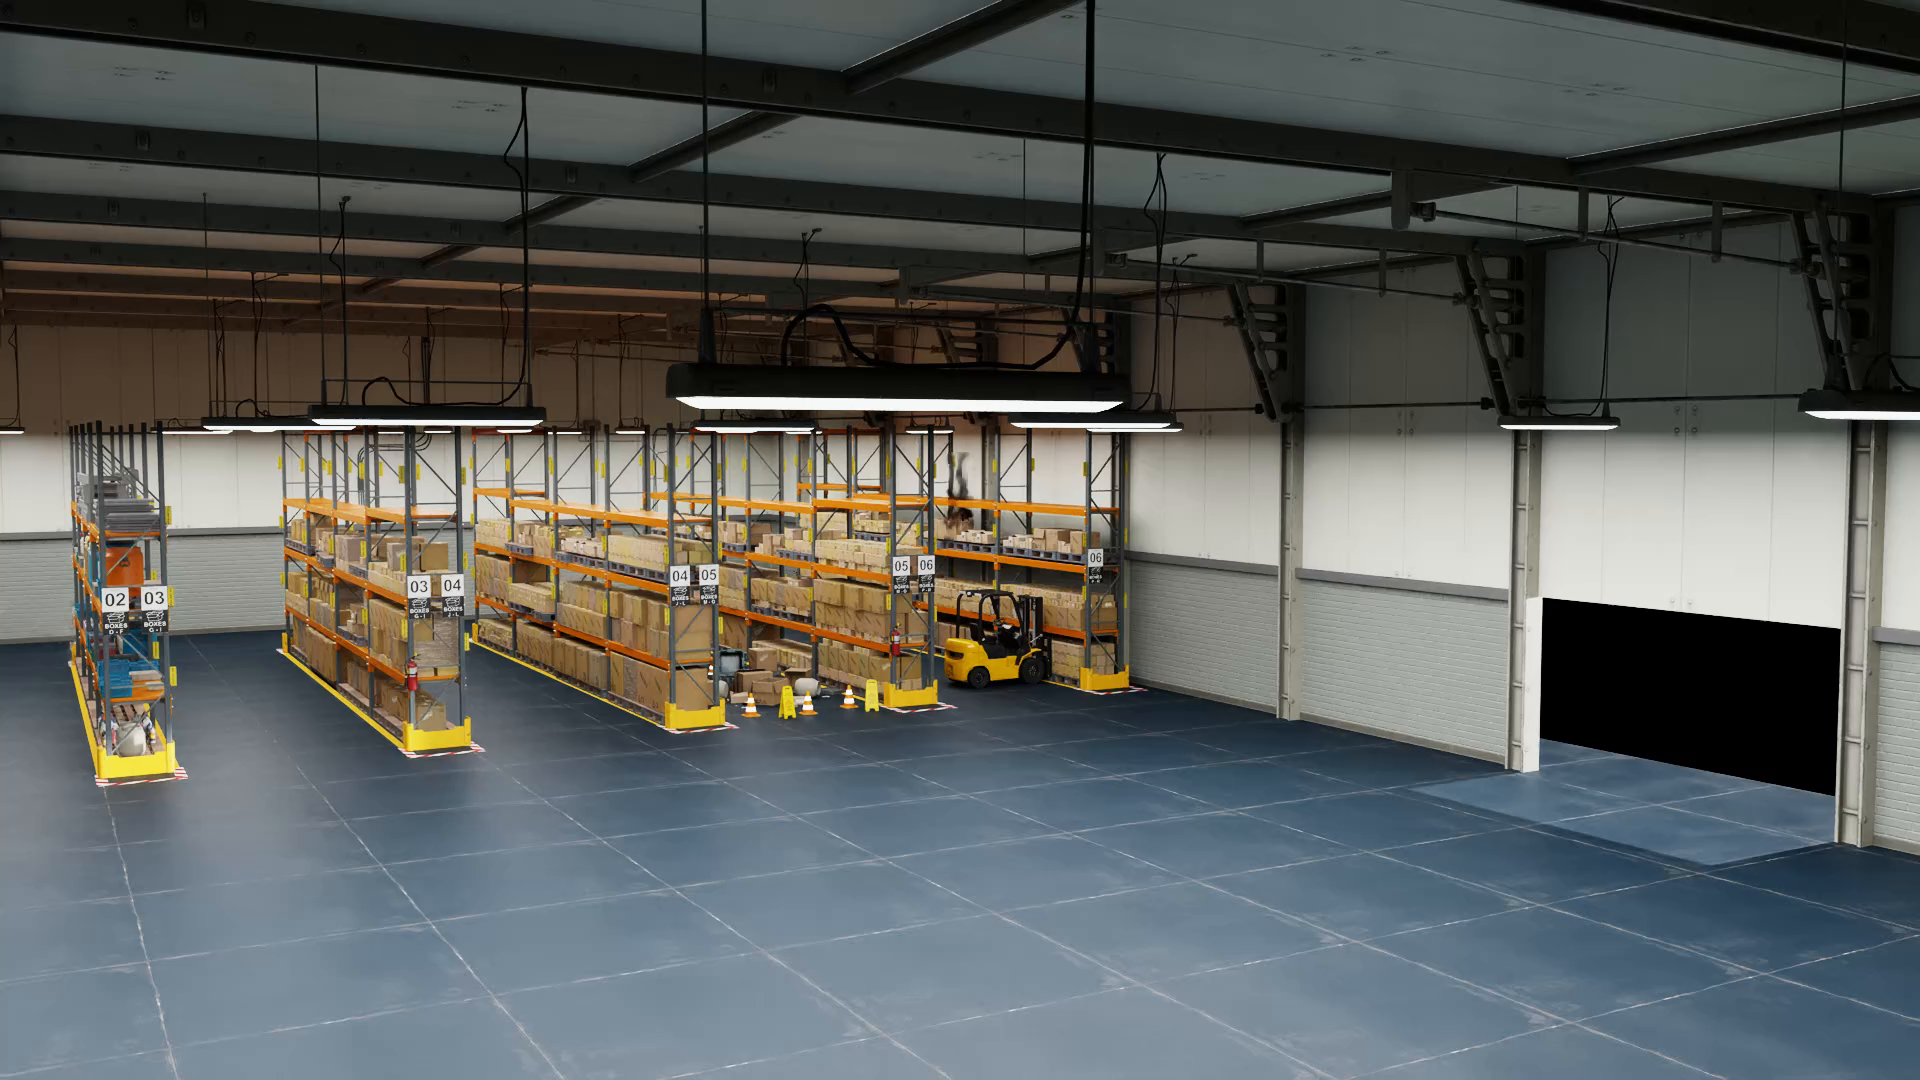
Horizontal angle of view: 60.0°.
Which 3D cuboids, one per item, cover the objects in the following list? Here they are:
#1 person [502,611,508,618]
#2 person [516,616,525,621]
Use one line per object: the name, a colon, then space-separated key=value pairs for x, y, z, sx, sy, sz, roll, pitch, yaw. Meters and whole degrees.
person: x=-13.262 y=1.870 z=48.833 sx=0.554 sy=1.705 sz=0.875 roll=2 pitch=4 yaw=34
person: x=-12.813 y=1.912 z=48.160 sx=0.783 sy=1.627 sz=0.506 roll=1 pitch=4 yaw=14
